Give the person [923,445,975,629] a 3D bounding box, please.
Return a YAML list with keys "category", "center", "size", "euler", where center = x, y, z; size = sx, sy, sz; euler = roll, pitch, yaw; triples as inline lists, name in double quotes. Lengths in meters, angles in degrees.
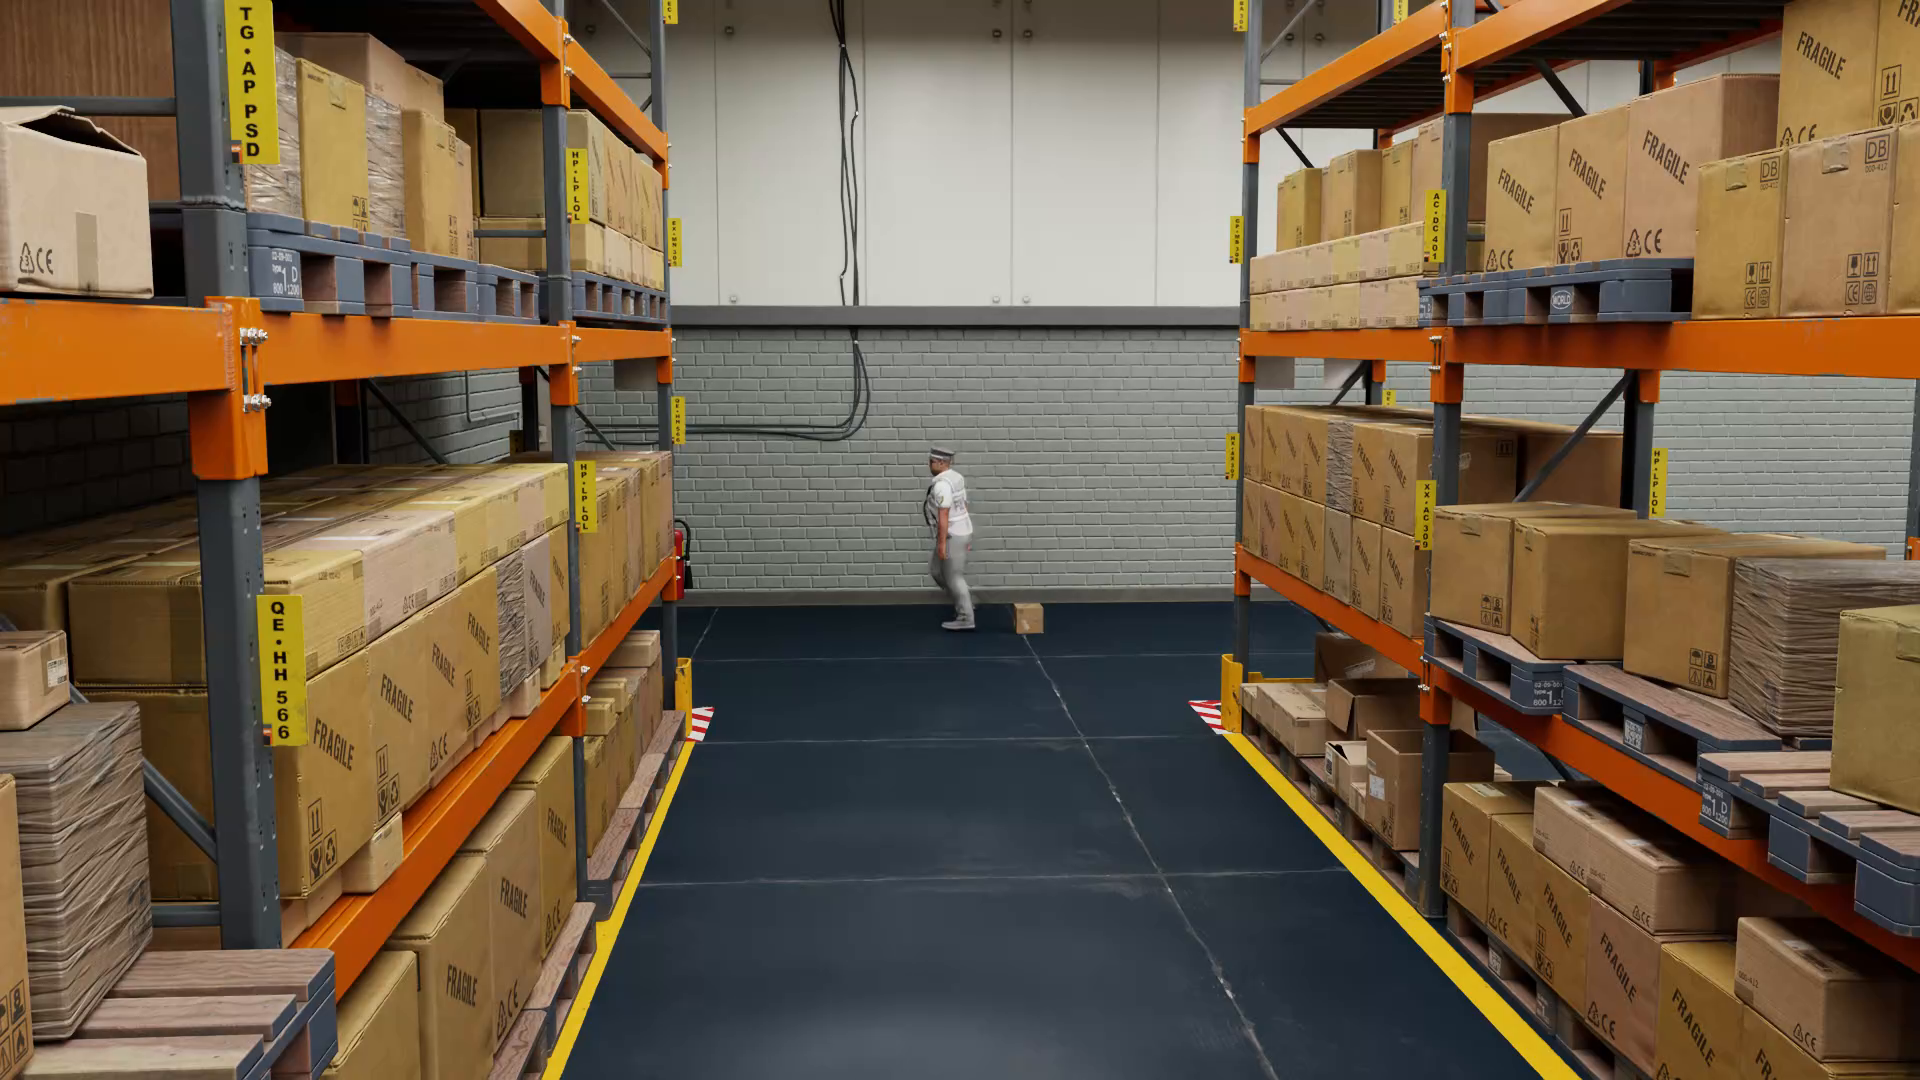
- category: "person"
  center: [-0.091, -0.025, 15.748]
  size: [0.478, 1.746, 0.575]
  euler: [2, 7, 13]
